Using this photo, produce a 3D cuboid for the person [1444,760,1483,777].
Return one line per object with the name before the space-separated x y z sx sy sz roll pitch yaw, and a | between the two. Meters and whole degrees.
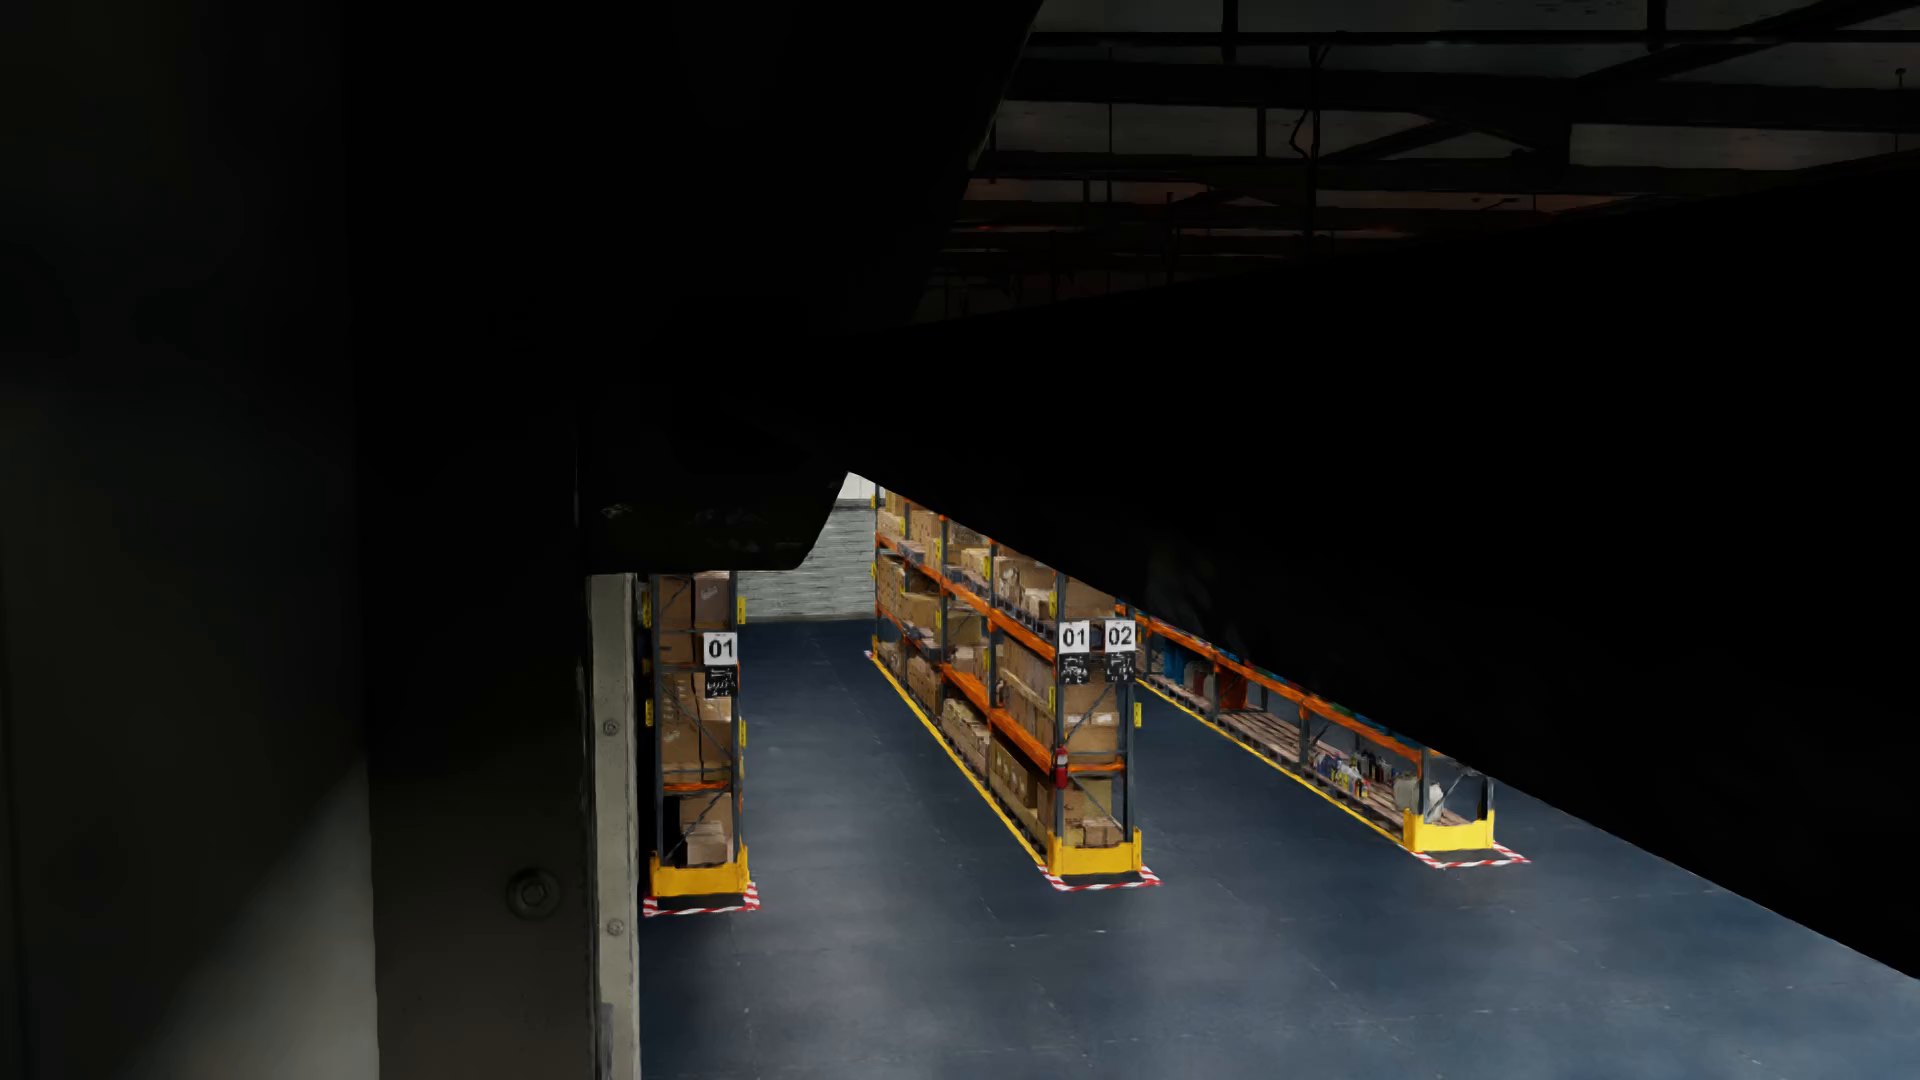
person | 7.918 2.761 26.012 0.630 1.773 0.678 2 6 19
